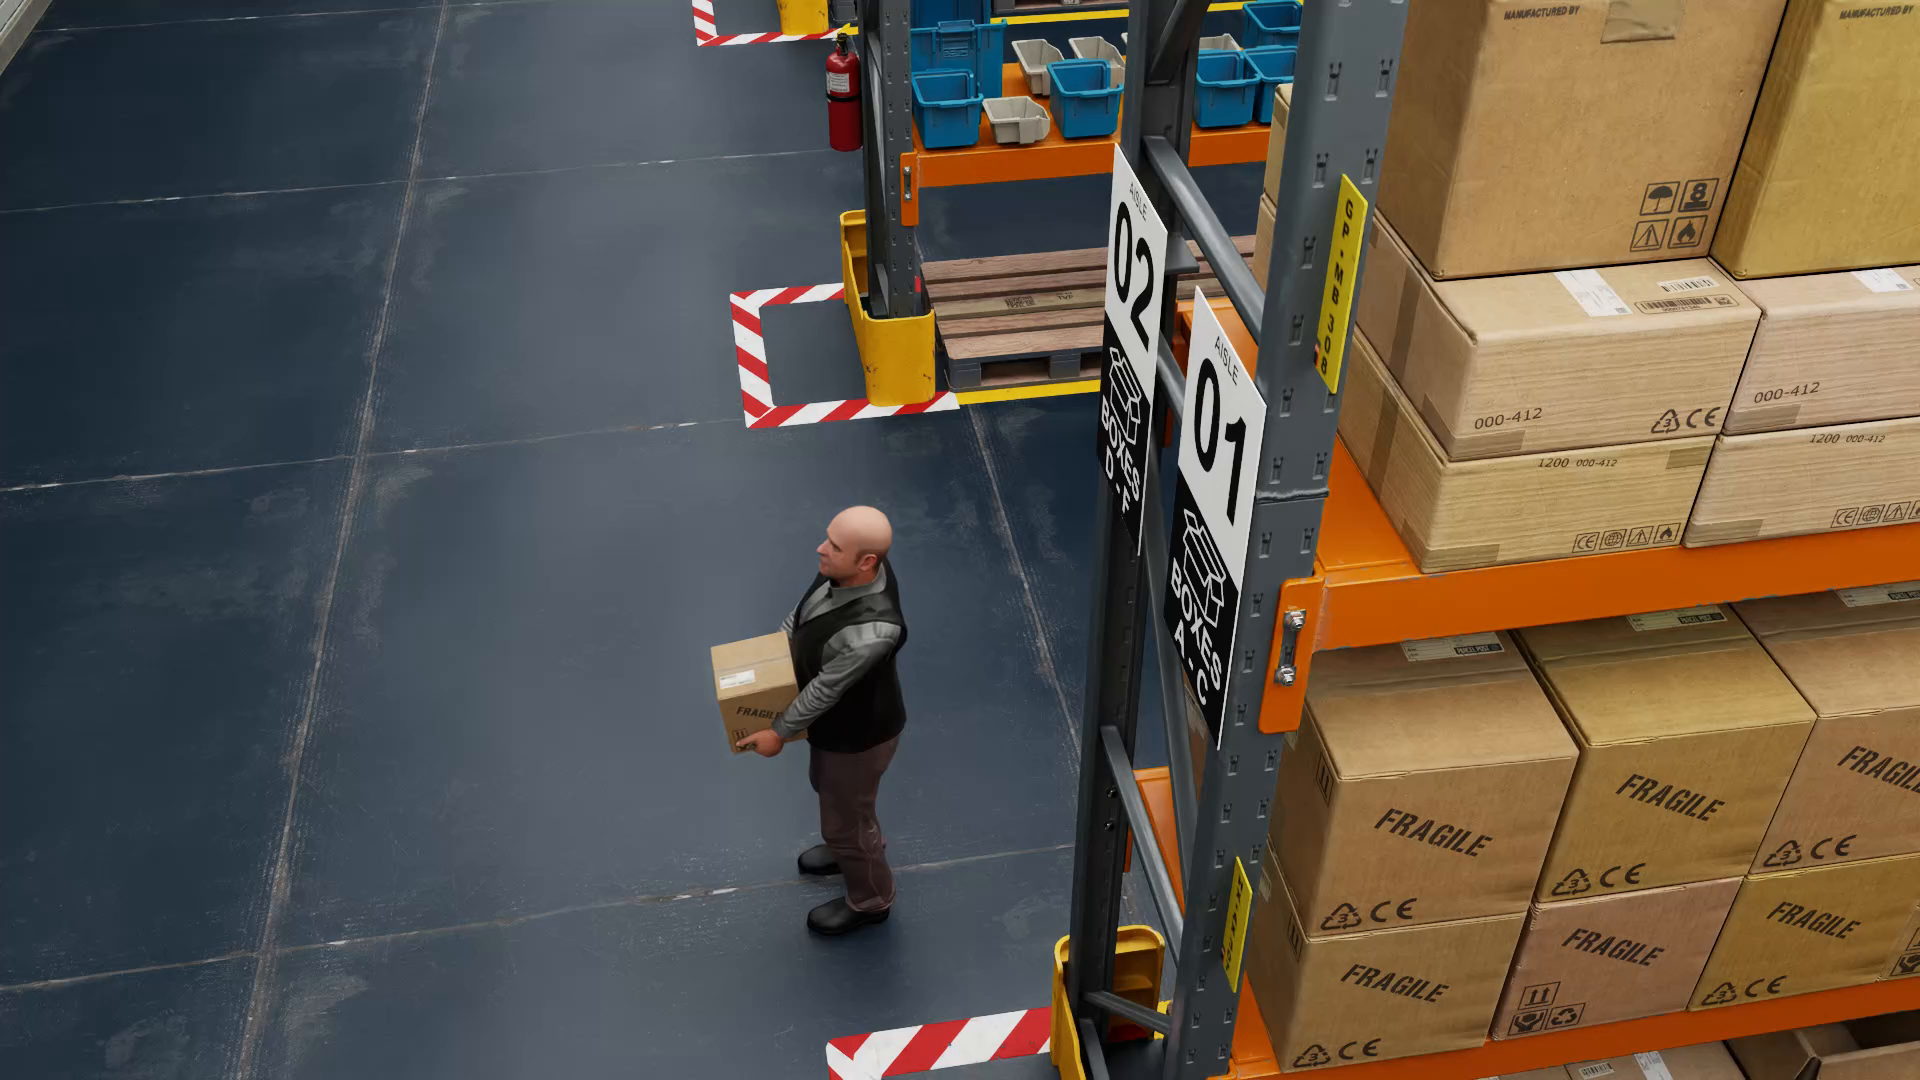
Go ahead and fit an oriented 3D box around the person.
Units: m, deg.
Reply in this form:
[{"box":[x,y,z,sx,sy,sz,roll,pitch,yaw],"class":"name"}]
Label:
[{"box":[-0.455,0.603,5.419,0.560,1.711,0.494,-7,39,-9],"class":"person"}]
